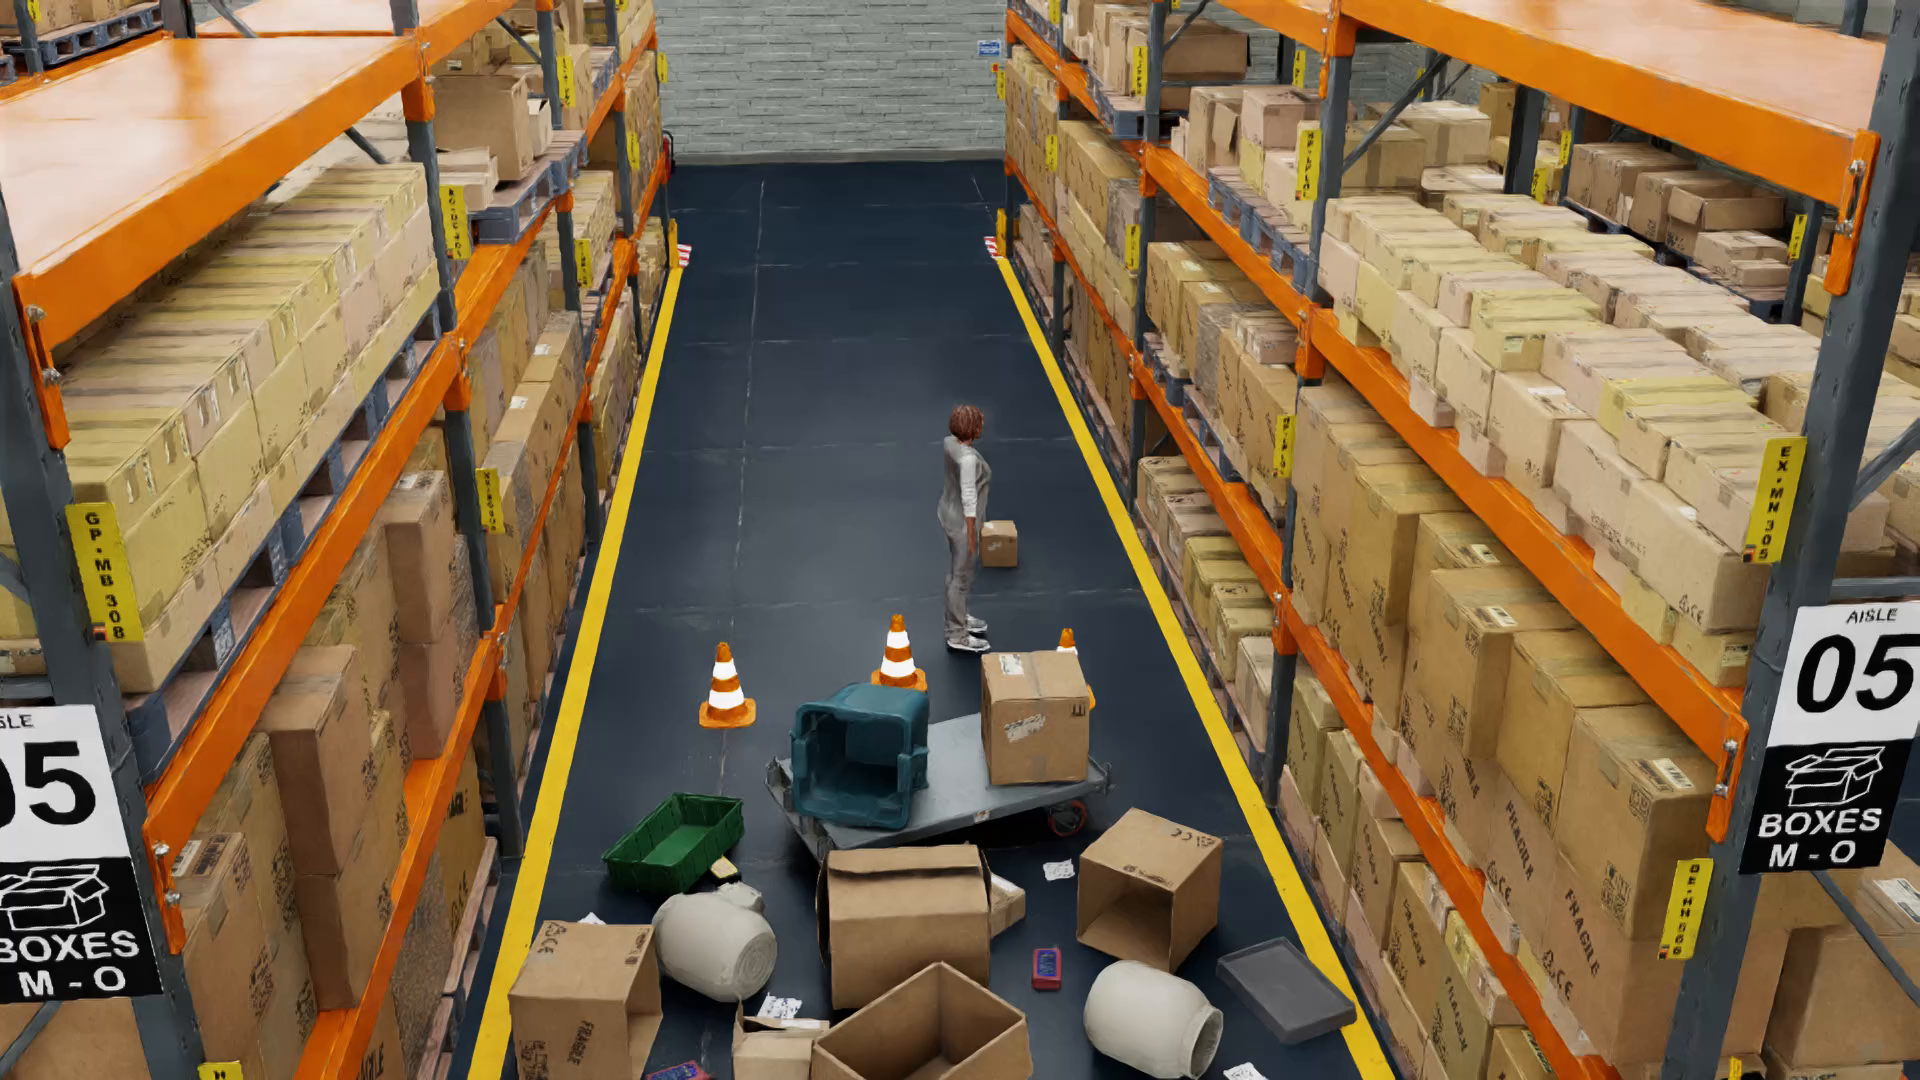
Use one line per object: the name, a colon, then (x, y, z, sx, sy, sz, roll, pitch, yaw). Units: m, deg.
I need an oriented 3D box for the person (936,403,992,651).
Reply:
person: (0.029, -0.098, 10.464, 0.337, 1.605, 0.467, -6, 25, -12)
